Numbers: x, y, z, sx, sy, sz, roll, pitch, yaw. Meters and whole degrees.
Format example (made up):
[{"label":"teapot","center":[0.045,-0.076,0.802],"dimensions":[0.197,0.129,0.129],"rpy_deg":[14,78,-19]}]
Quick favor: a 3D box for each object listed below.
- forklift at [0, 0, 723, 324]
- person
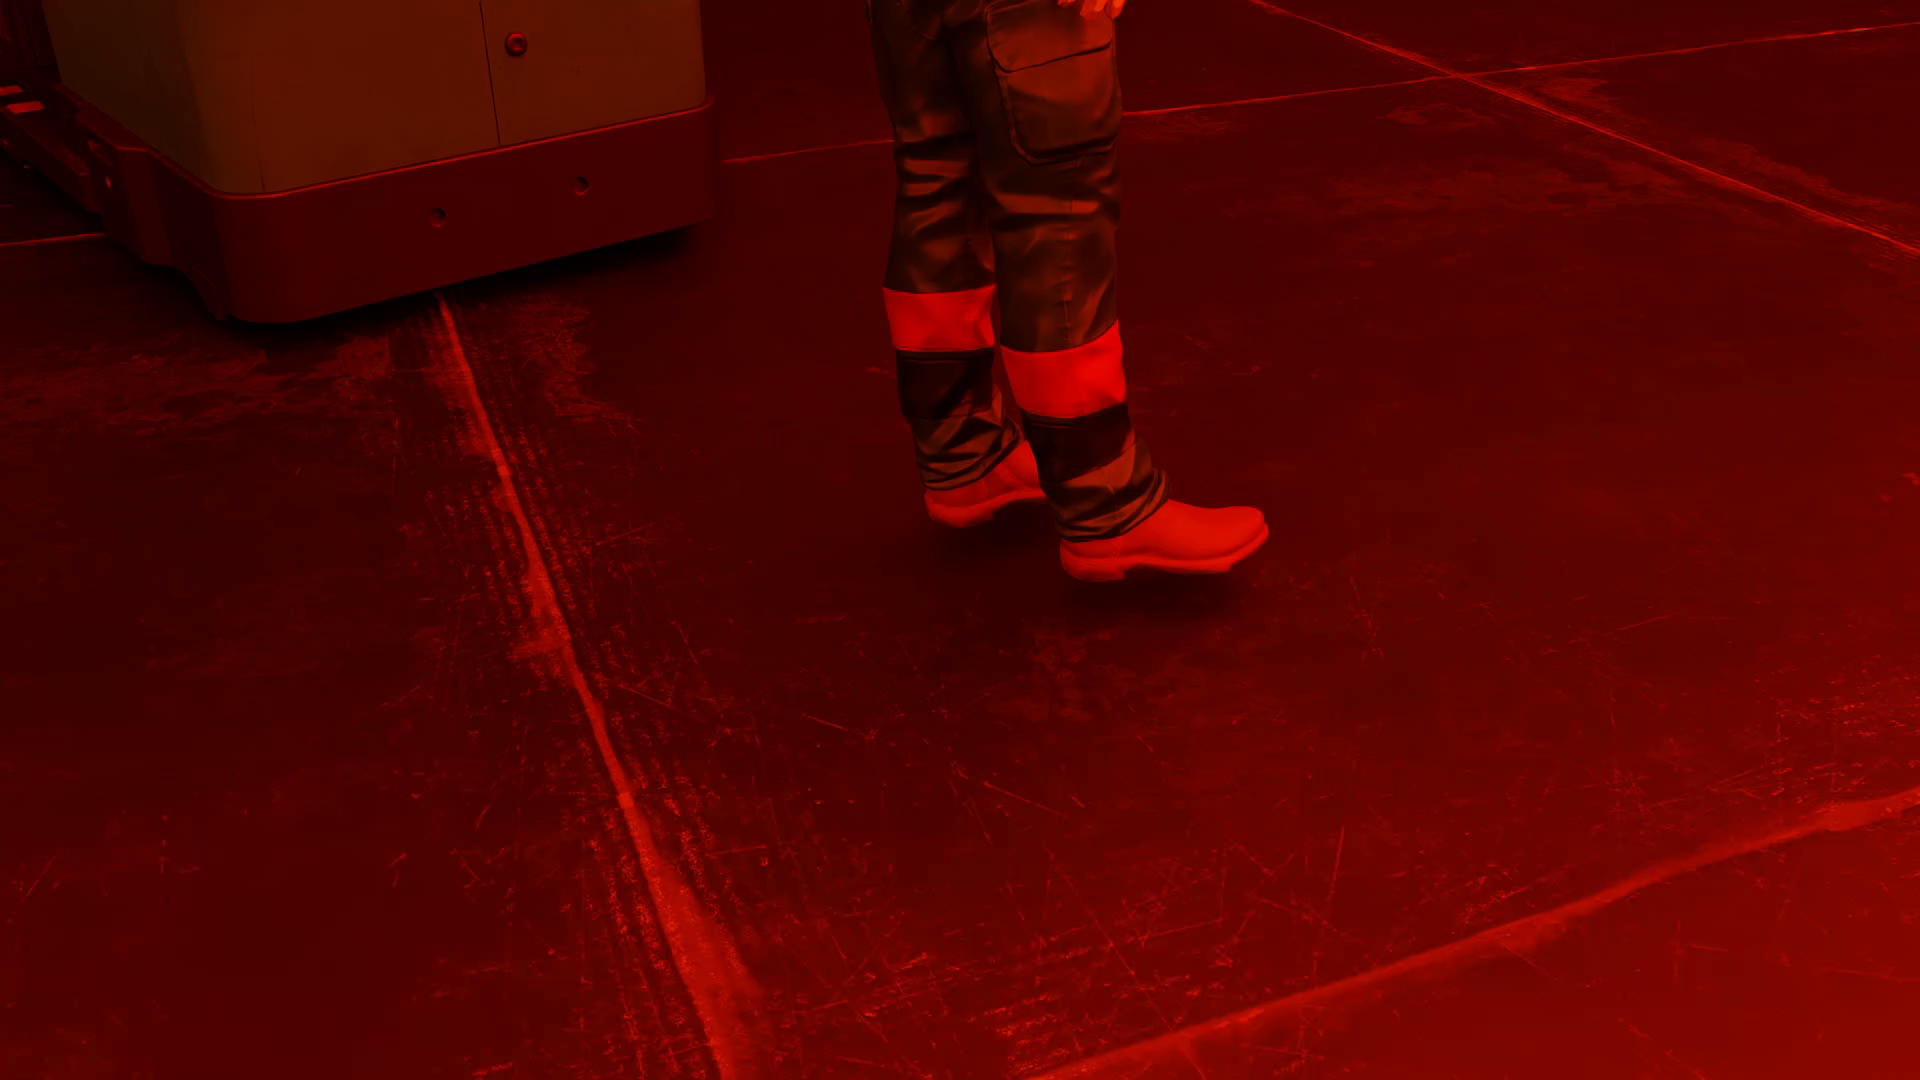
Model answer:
[{"label":"forklift","center":[-1.845,-2.327,3.623],"dimensions":[1.130,2.935,3.031],"rpy_deg":[-22,37,-34]},{"label":"person","center":[0.079,-0.828,2.050],"dimensions":[0.563,1.788,0.638],"rpy_deg":[-11,32,-19]}]
